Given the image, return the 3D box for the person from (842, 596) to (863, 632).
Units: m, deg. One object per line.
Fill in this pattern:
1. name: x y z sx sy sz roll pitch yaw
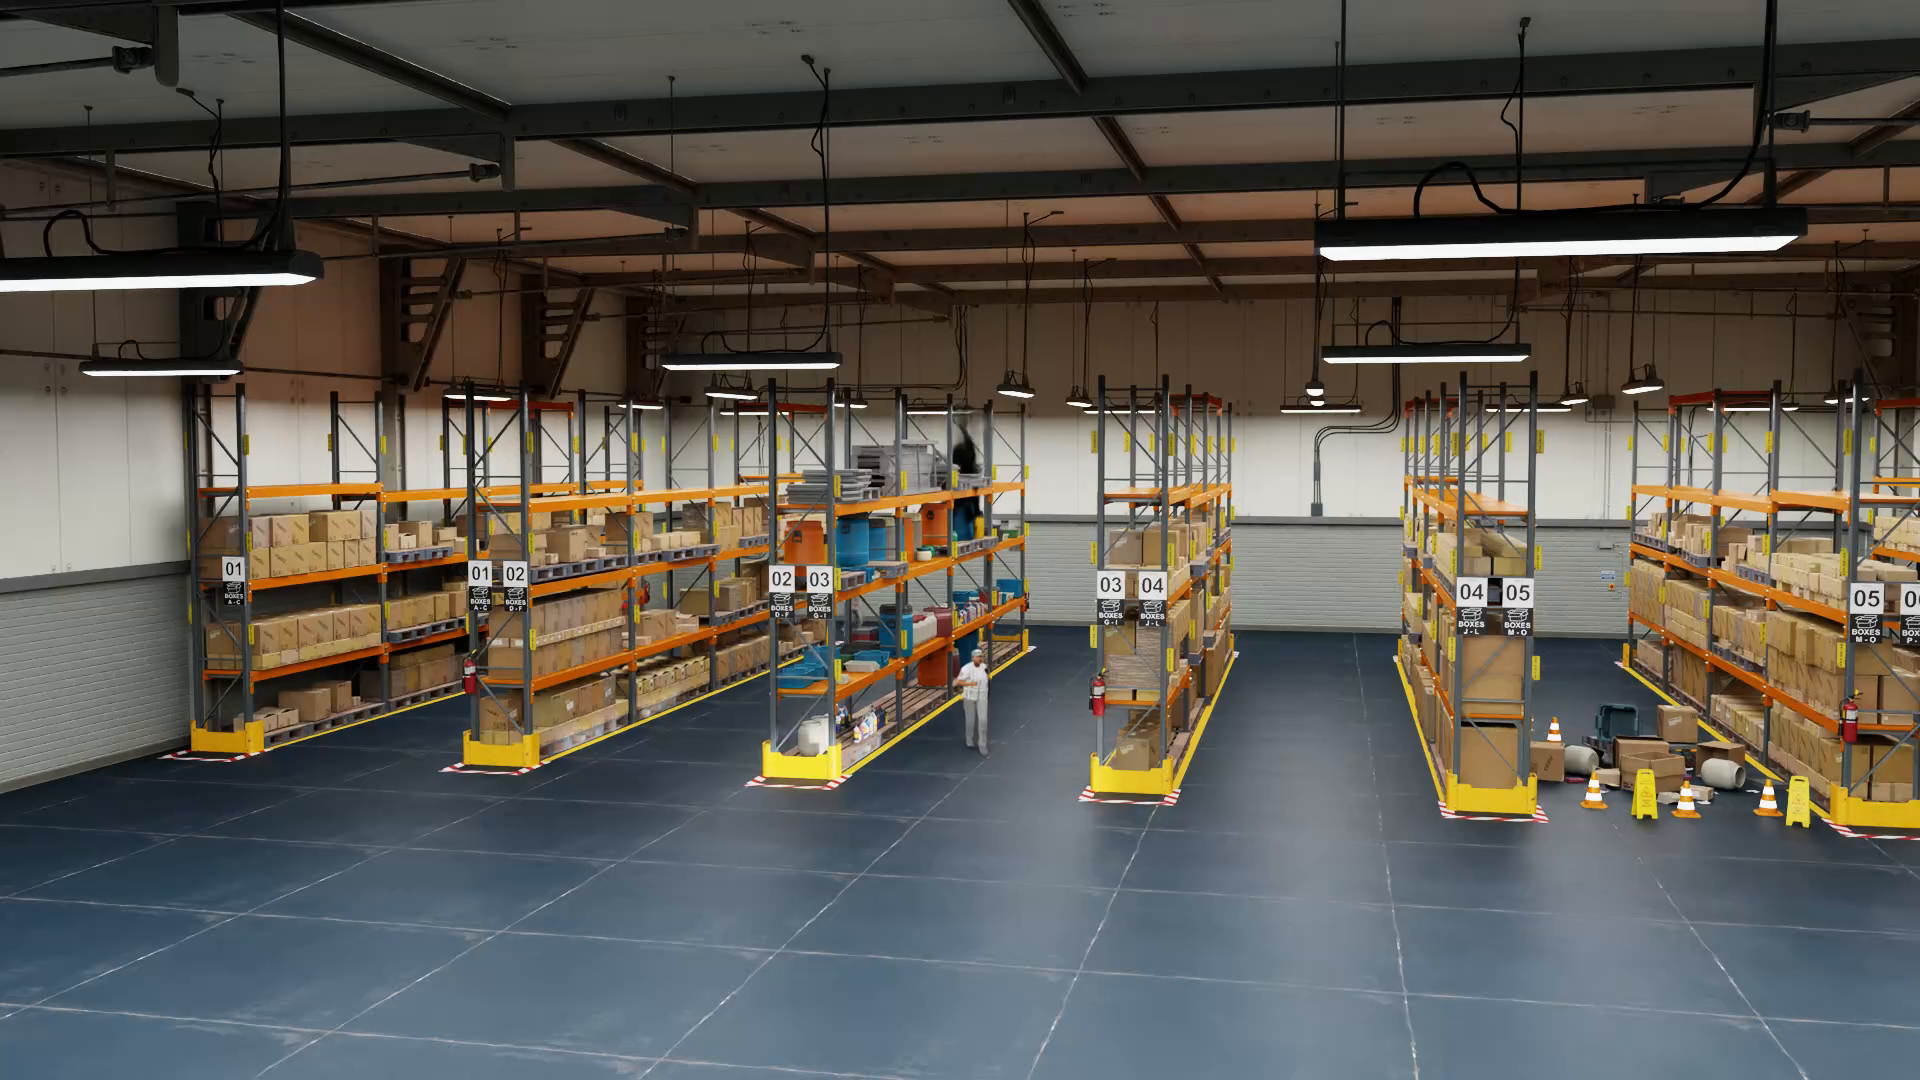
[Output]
1. person: -2.794 1.791 42.686 0.786 1.584 0.575 3 5 43

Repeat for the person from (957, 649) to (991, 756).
1. person: 0.217 2.627 27.143 0.566 1.716 0.826 -1 3 -13

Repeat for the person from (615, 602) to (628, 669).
1. person: -6.893 2.160 34.152 0.694 1.786 0.840 1 3 10
